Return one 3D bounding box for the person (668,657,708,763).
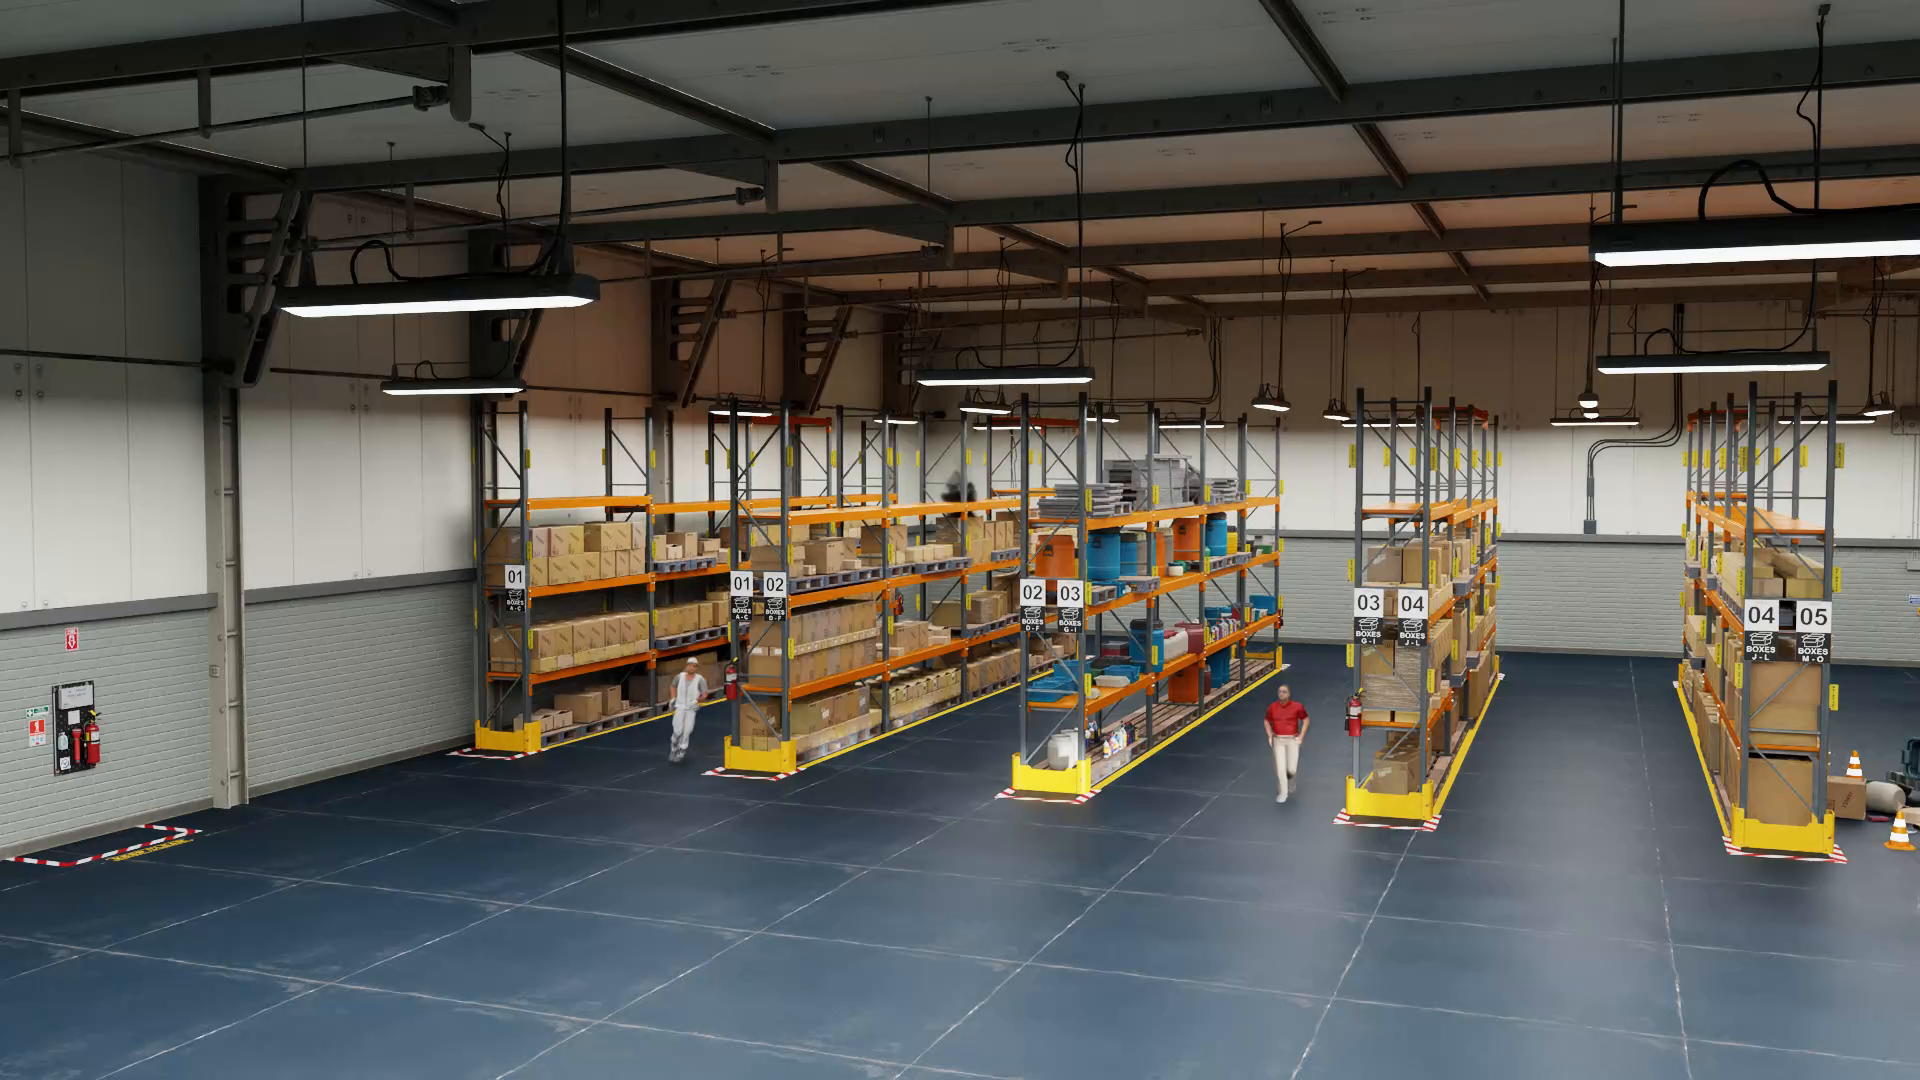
[{"bbox_3d":[-4.470,2.796,27.305,0.662,1.743,0.579,0,3,-4],"label":"person"}]

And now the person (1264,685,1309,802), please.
[{"bbox_3d":[4.787,2.977,24.445,0.661,1.697,0.564,1,3,21],"label":"person"}]
